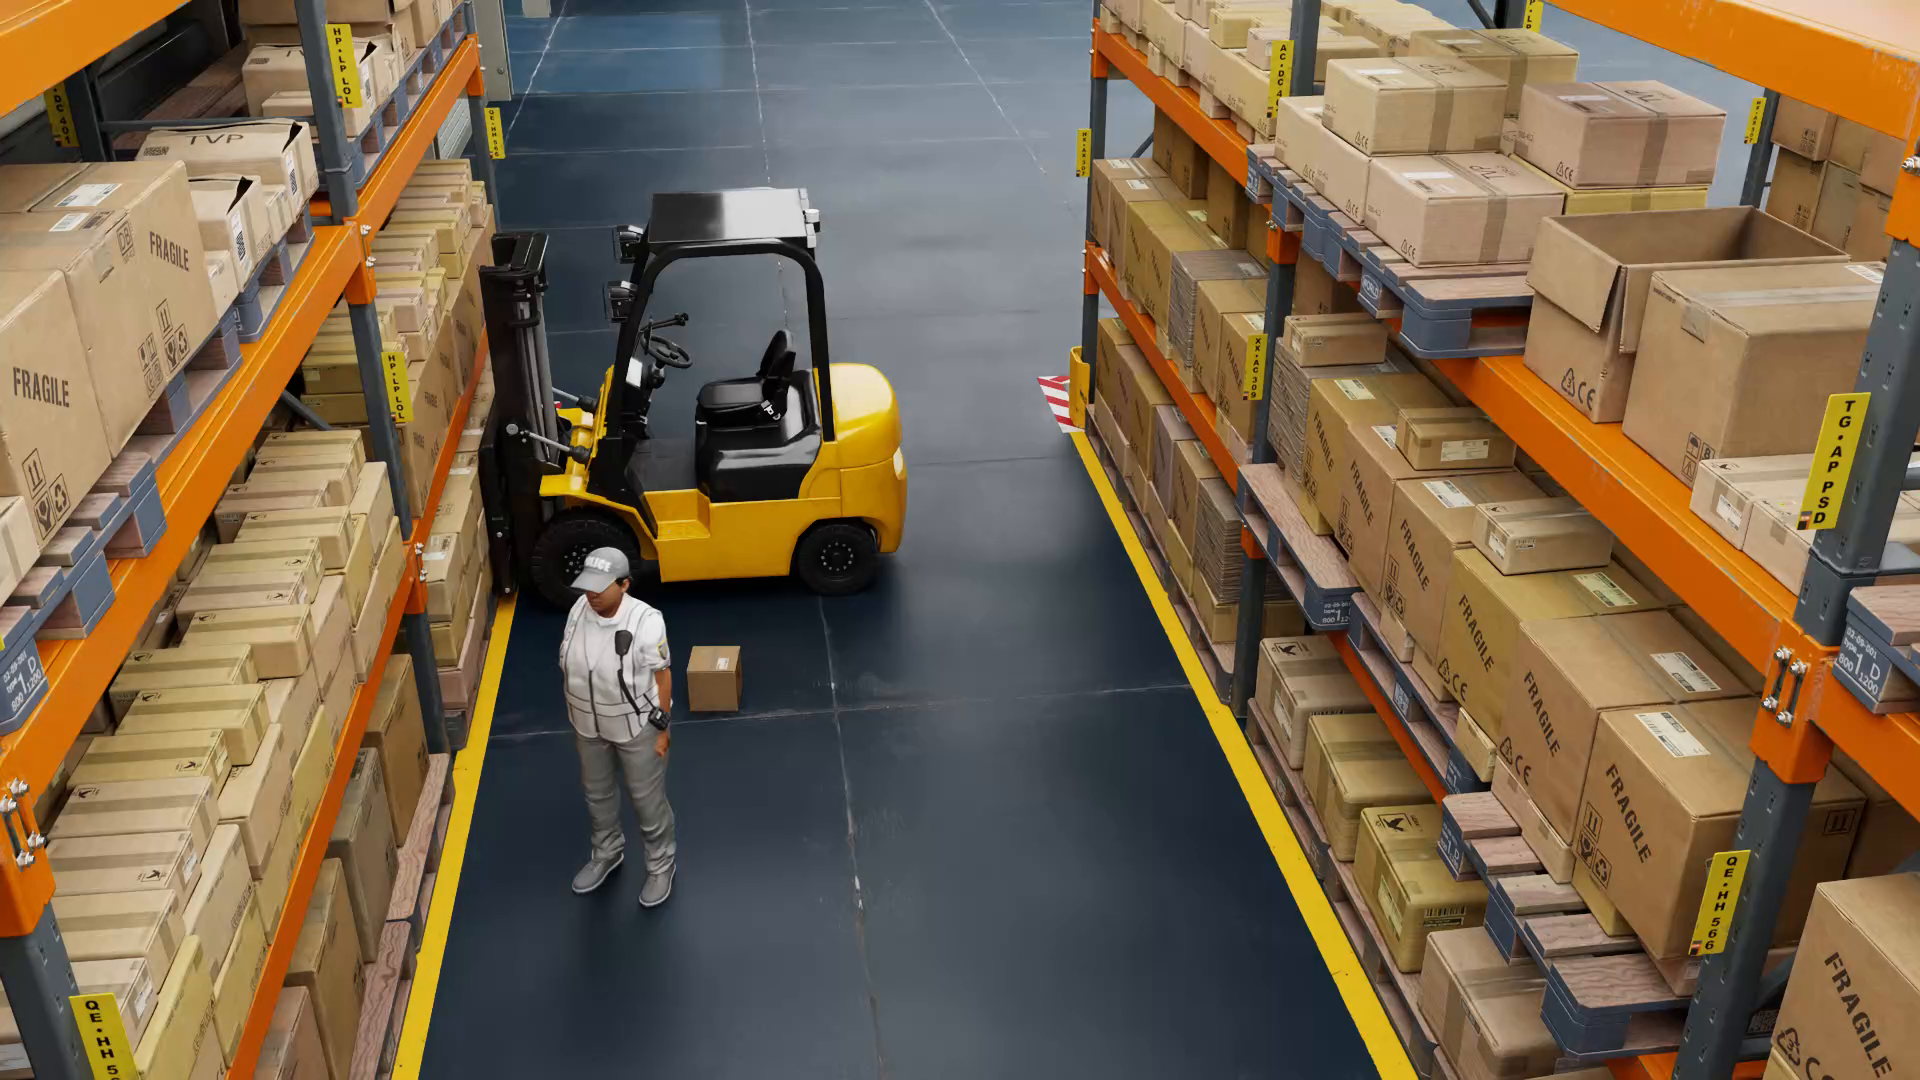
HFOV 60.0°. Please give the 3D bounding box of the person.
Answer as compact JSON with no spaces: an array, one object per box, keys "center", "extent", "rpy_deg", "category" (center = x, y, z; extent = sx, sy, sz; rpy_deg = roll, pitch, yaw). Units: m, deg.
[{"center":[-1.463,0.785,7.097],"extent":[0.488,1.668,0.395],"rpy_deg":[8,28,15],"category":"person"}]
